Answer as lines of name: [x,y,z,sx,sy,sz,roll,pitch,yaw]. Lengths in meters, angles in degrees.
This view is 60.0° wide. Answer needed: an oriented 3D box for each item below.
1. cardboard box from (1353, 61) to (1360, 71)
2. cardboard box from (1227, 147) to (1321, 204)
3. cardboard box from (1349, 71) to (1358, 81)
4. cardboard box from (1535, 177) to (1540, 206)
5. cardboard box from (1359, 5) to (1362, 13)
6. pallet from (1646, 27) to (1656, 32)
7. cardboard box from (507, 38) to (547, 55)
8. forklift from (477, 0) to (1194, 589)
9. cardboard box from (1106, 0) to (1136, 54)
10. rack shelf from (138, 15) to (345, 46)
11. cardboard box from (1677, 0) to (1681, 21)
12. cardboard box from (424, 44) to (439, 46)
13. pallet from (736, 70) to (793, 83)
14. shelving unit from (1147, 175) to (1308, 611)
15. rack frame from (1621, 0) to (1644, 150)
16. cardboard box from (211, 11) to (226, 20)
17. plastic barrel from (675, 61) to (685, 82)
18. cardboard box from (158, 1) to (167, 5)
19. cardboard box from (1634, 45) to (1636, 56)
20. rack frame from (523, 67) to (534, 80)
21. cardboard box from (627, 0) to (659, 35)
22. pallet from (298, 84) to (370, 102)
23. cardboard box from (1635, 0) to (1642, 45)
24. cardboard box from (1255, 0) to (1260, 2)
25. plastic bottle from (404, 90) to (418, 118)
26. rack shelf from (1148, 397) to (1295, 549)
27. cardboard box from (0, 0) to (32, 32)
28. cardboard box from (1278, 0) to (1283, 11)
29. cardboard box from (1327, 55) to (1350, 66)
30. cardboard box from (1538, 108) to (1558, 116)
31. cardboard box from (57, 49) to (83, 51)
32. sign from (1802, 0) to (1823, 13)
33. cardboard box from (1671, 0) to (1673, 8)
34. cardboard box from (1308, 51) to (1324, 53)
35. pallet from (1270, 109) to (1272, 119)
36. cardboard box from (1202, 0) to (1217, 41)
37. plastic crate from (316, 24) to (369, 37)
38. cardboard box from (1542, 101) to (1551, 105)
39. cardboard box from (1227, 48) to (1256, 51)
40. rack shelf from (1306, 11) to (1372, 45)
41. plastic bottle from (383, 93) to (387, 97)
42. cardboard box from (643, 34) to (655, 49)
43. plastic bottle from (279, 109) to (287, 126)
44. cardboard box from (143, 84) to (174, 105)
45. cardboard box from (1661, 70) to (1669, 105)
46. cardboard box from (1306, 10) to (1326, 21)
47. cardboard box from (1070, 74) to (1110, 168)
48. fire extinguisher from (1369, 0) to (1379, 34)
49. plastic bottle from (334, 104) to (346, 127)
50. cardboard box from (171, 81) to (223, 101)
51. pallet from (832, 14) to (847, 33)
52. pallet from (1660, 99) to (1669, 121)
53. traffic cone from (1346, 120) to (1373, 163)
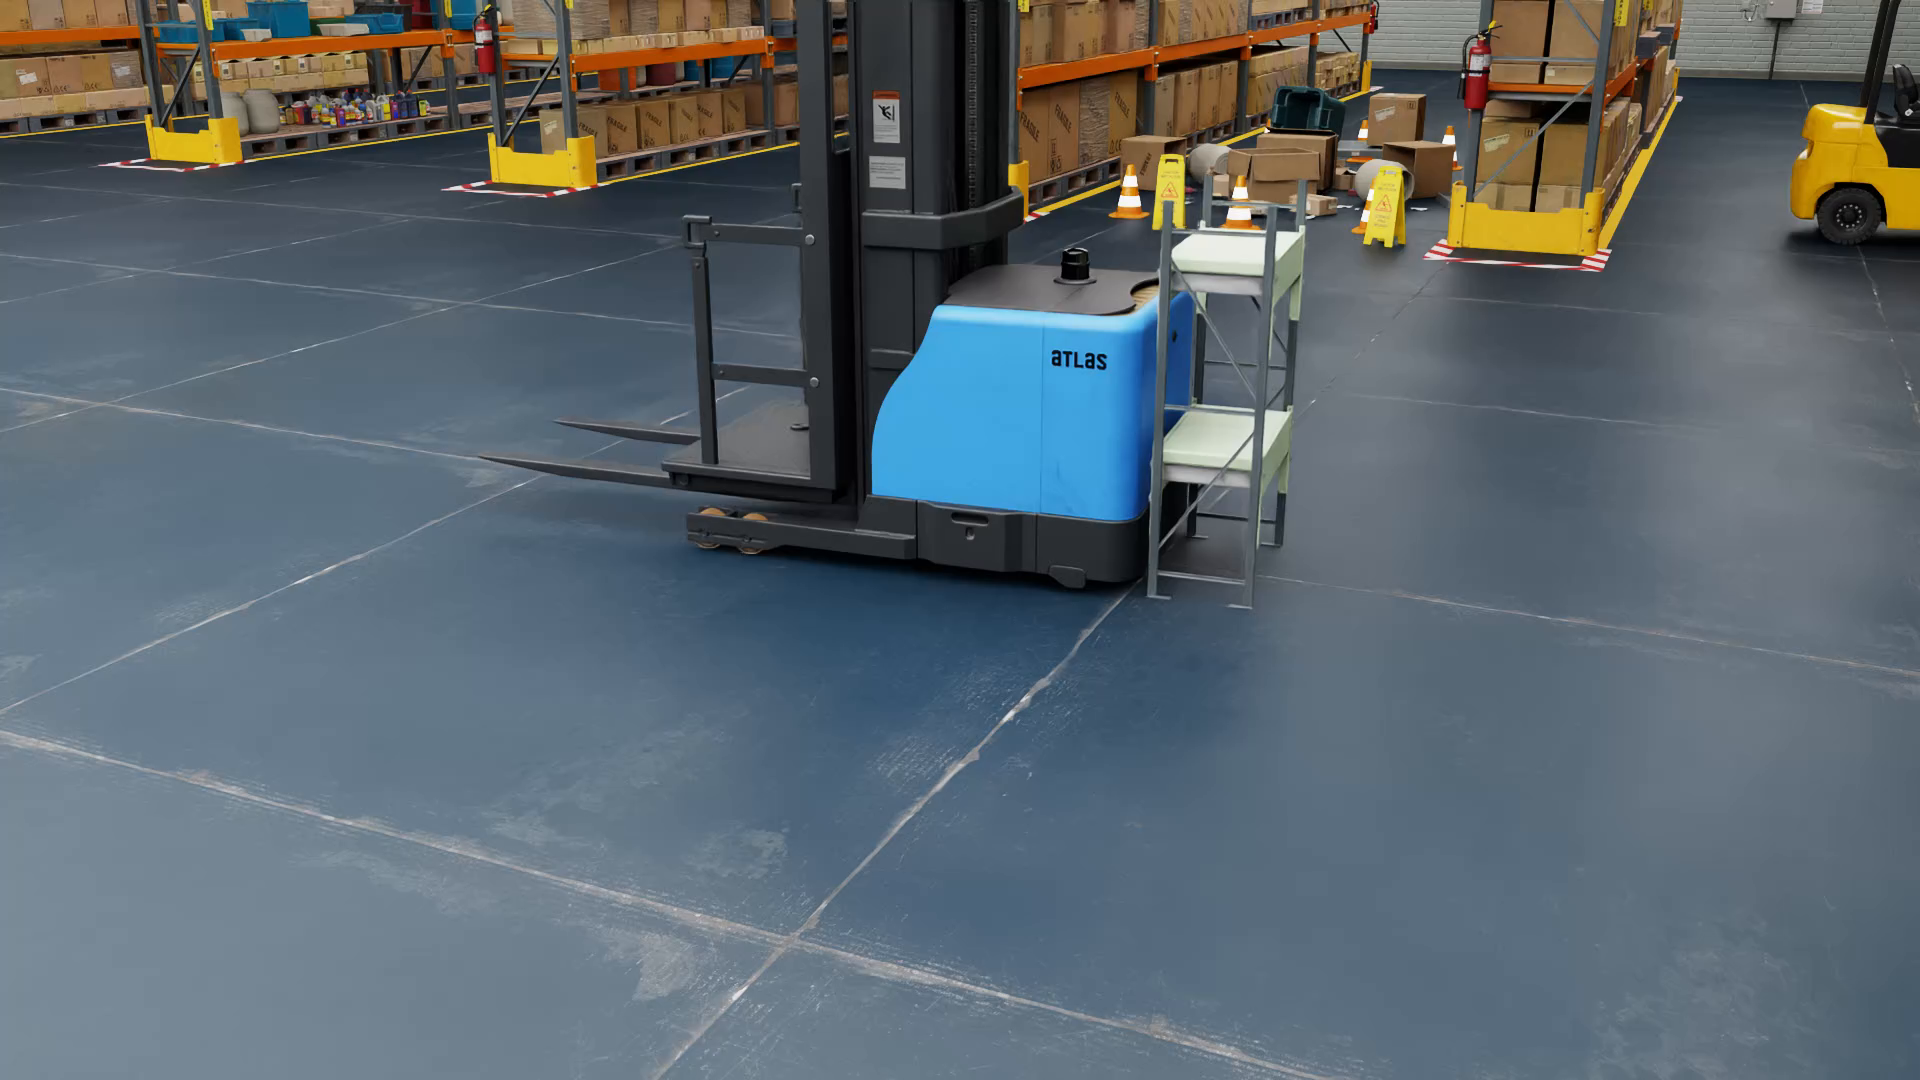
cardboard box: [6.654,-8.140,28.566,0.380,0.149,0.250,8,21,21]
cardboard box: [3.025,-3.515,16.101,0.797,0.503,0.637,-5,20,-15]
cardboard box: [6.572,-7.919,28.386,0.380,0.149,0.250,9,22,24]
cardboard box: [4.920,-3.150,14.827,0.500,0.250,0.500,9,21,23]
cardboard box: [6.598,-9.018,28.226,0.380,0.149,0.250,9,21,23]
pallet: [7.118,-5.551,18.387,1.003,0.211,1.213,9,21,23]
cardboard box: [-4.497,-5.164,17.386,0.380,0.149,0.250,9,21,23]
forklift: [-0.600,-1.479,6.752,3.031,2.935,1.130,7,21,18]
cardboard box: [1.351,-5.463,17.629,0.875,0.550,0.550,9,21,23]
rack shelf: [-11.005,-8.022,26.123,1.077,0.370,4.000,9,21,23]
cardboard box: [10.591,-8.092,25.095,0.500,0.500,0.500,9,22,24]
cardboard box: [-9.595,-8.639,29.859,0.500,0.500,0.500,8,21,21]
pallet: [-3.765,-8.431,30.360,1.003,0.211,1.213,9,21,23]
shelving unit: [1.026,-0.582,6.368,0.431,1.500,0.755,7,21,18]
rack frame: [6.253,-5.029,16.634,1.000,3.000,0.127,9,21,23]
cardboard box: [-11.274,-7.874,25.008,0.380,0.149,0.250,9,21,23]
plastic barrel: [-4.871,-7.999,28.071,0.421,0.512,0.421,0,20,0]
cardboard box: [-14.360,-9.611,29.862,0.380,0.149,0.250,8,21,22]
cardboard box: [6.400,-4.771,16.283,0.380,0.149,0.250,8,21,22]
rack frame: [-8.548,-10.195,31.160,1.000,3.000,0.127,9,21,23]
cardboard box: [-3.836,-5.834,18.304,0.875,0.500,0.500,9,21,23]
pallet: [-10.558,-7.412,27.496,1.003,0.211,1.213,9,21,23]
cardboard box: [6.298,-5.047,16.090,0.500,0.500,0.500,8,21,21]
cardboard box: [3.824,-7.324,22.389,0.380,0.149,0.250,10,22,25]
plastic bottle: [-7.307,-5.792,22.074,0.144,0.351,0.185,8,21,21]
rack shelf: [1.026,-0.275,6.477,0.431,0.370,0.720,7,21,18]
cardboard box: [-12.840,-7.027,22.102,0.700,0.500,0.500,9,21,23]
cardboard box: [4.350,-7.574,23.538,0.380,0.149,0.250,8,21,21]
cardboard box: [6.256,-7.959,27.611,0.380,0.149,0.250,9,22,25]
cardboard box: [5.129,-3.656,15.131,0.500,0.500,0.500,8,21,21]
cardboard box: [-15.448,-8.156,28.500,0.700,0.500,0.500,8,21,22]
sign: [15.847,-10.043,30.873,0.329,0.494,0.001,9,21,23]
cardboard box: [9.571,-7.472,22.980,0.500,0.250,0.500,9,21,23]
cardboard box: [6.086,-8.367,28.761,0.380,0.149,0.250,8,21,20]
pallet: [4.156,-6.197,24.079,1.003,0.211,1.213,9,21,23]
cardboard box: [2.778,-6.311,20.088,0.500,0.500,0.500,9,21,24]
plastic crate: [-7.740,-6.413,20.920,0.530,0.136,0.437,9,21,23]
cardboard box: [5.343,-4.177,15.628,0.380,0.149,0.250,10,22,26]
cardboard box: [4.000,-6.989,24.128,0.500,0.250,0.500,9,22,25]
rack shelf: [5.791,-8.396,27.174,1.077,0.370,4.000,9,21,23]
plastic bottle: [-7.837,-5.953,22.647,0.097,0.271,0.097,0,20,0]
cardboard box: [-3.586,-5.486,18.292,0.380,0.149,0.250,9,21,23]
plastic bottle: [-8.592,-5.356,21.073,0.097,0.201,0.097,0,20,0]
cardboard box: [-11.814,-6.480,24.191,0.500,0.250,0.500,9,21,23]
cardboard box: [9.884,-6.643,24.368,0.875,0.438,0.875,8,21,22]
cardboard box: [5.387,-8.047,25.493,0.380,0.149,0.250,9,22,25]
cardboard box: [1.009,-4.416,17.453,0.875,0.875,0.875,9,21,23]
fire extinguisher: [7.134,-9.148,28.886,0.296,0.674,0.183,9,21,23]
plastic bottle: [-7.808,-5.352,20.938,0.061,0.283,0.133,9,21,24]
cardboard box: [-11.432,-6.741,24.925,0.500,0.250,0.500,8,21,21]
pallet: [-1.923,-6.911,22.211,1.003,0.211,1.213,9,21,23]
pallet: [9.912,-6.383,24.602,1.003,0.211,1.213,9,21,23]
traffic cone: [4.690,-4.631,19.301,0.336,0.463,0.334,9,21,23]
